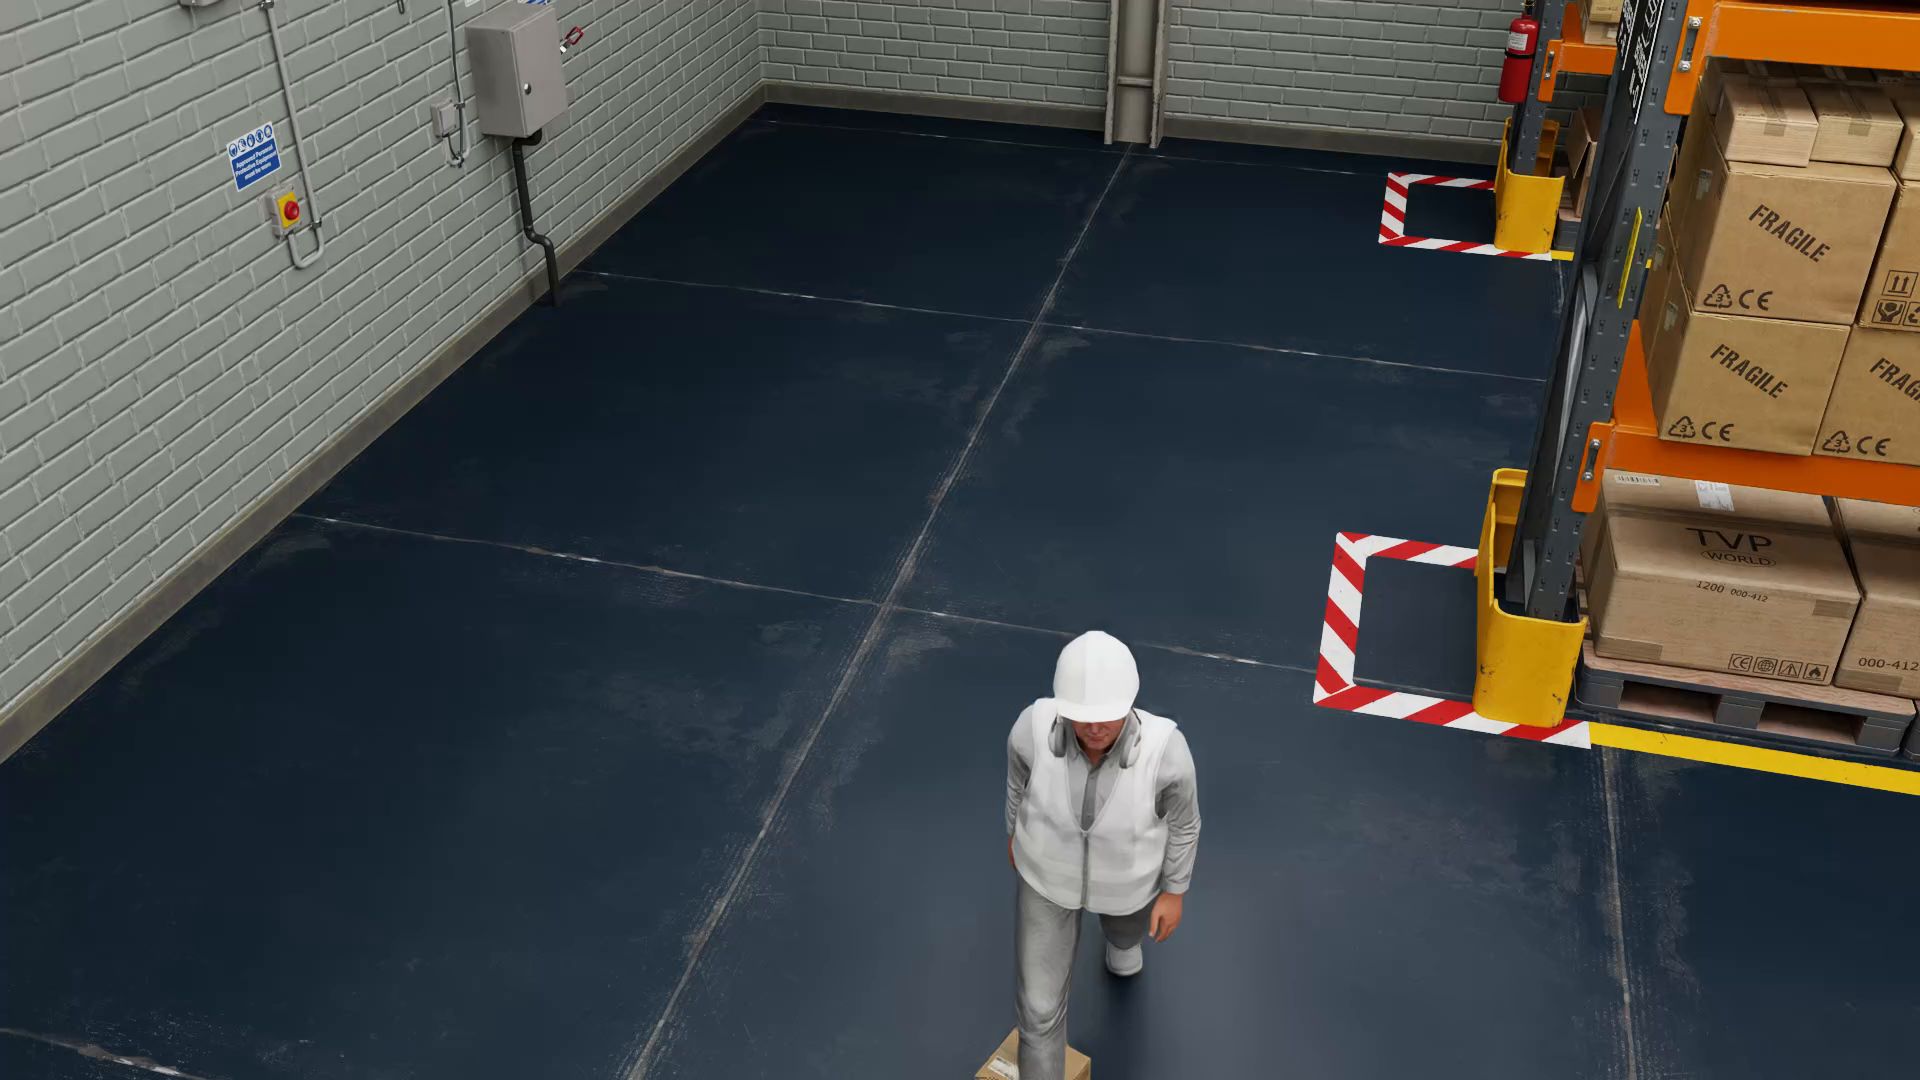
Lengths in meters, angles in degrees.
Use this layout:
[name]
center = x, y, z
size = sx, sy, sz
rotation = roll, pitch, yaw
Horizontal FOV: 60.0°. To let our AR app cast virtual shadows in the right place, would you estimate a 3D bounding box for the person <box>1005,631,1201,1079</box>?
[person]
center = 0.394, 0.910, 4.742
size = 0.552, 1.712, 1.112
rotation = 4, 33, 7
